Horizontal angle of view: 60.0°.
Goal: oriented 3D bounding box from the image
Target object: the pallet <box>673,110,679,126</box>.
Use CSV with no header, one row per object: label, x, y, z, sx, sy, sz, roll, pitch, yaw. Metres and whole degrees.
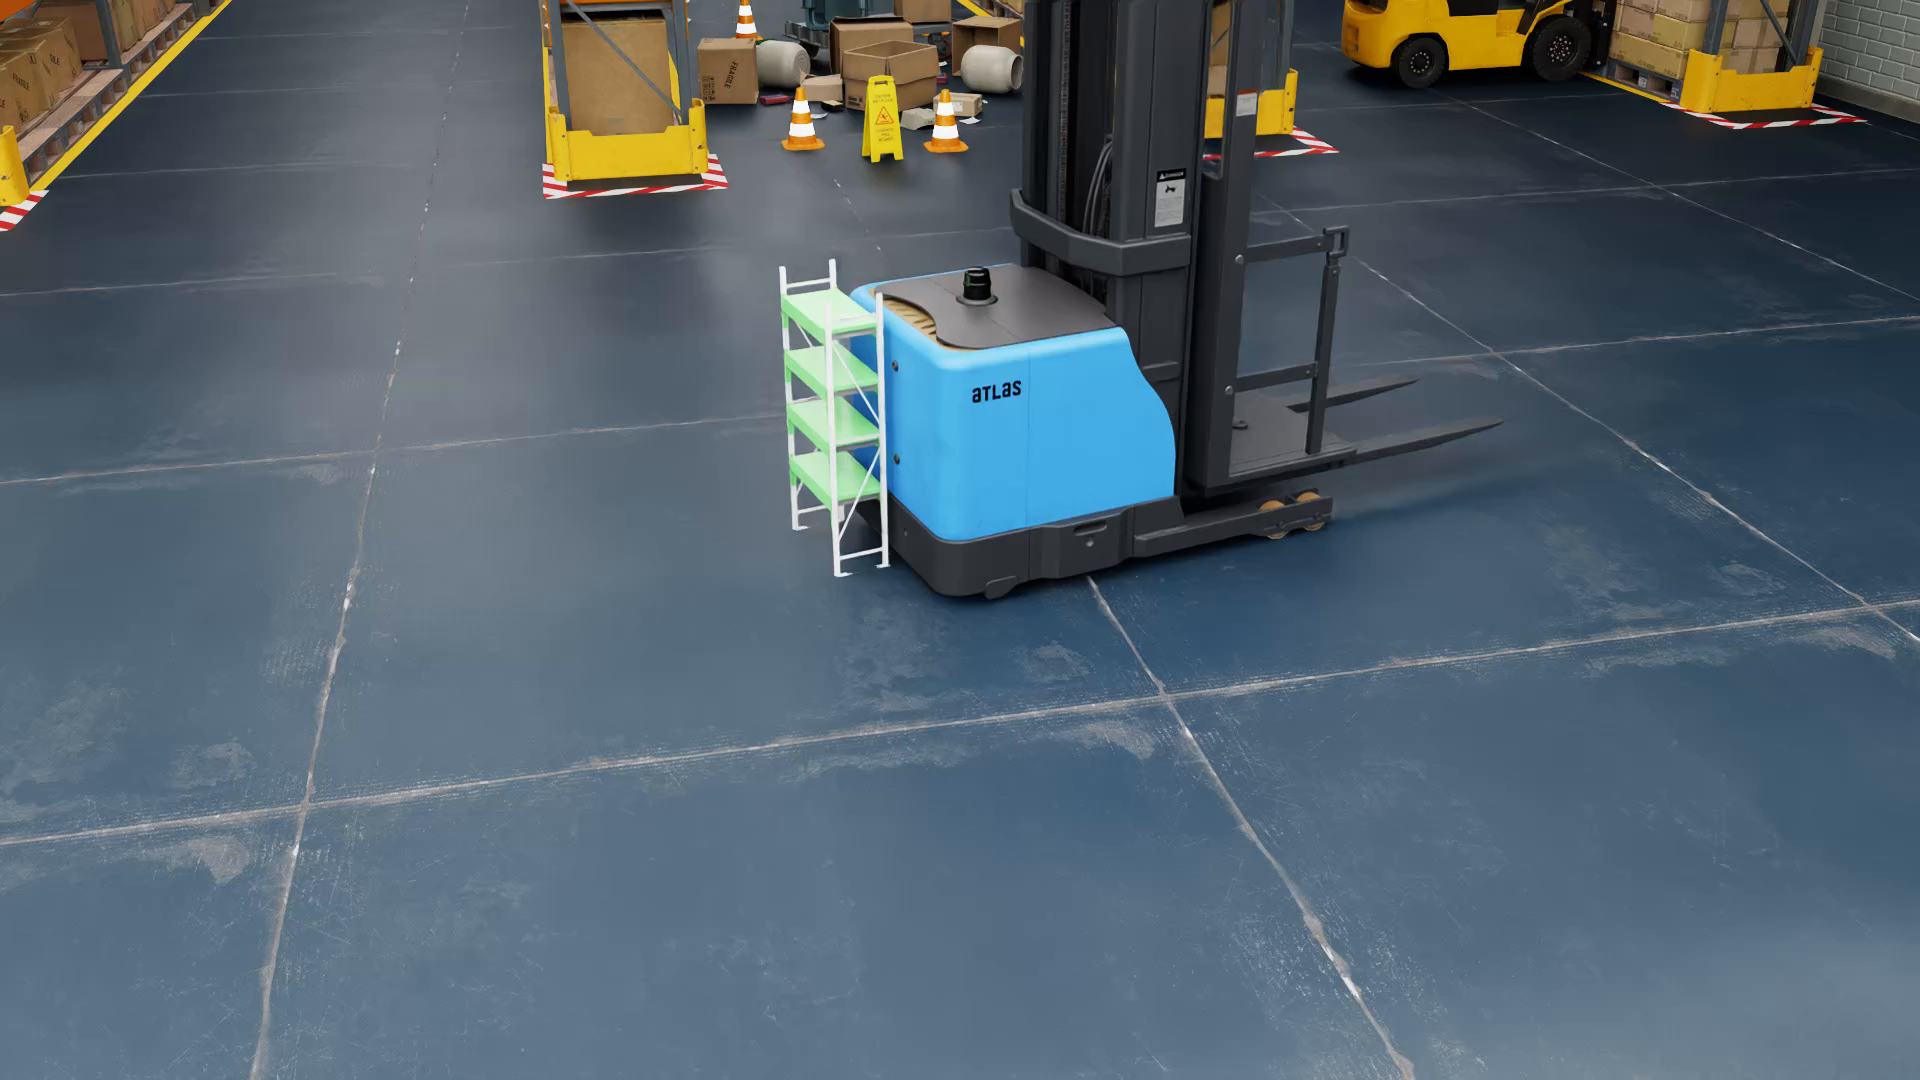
pallet,-2.813,-3.311,13.575,1.003,0.211,1.213,-6,27,-12

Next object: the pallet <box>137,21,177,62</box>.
pallet,-8.769,-5.143,17.204,1.003,0.211,1.213,-6,27,-12

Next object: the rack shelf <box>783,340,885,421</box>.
rack shelf,-0.520,-0.660,6.835,0.258,0.148,0.480,-12,29,-23

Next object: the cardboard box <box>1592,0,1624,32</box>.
cardboard box,6.425,-5.076,16.008,0.500,0.250,0.500,-7,28,-13

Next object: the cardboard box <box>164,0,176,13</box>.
cardboard box,-9.044,-6.054,18.200,0.700,0.500,0.500,-7,28,-14

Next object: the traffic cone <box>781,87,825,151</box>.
traffic cone,-1.293,-3.457,13.586,0.336,0.463,0.334,-6,27,-12

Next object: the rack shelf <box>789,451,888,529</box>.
rack shelf,-0.520,-0.232,7.052,0.258,0.148,0.480,-12,29,-23

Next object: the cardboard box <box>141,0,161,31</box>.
cardboard box,-8.772,-5.563,17.229,0.700,0.500,0.500,-4,27,-7

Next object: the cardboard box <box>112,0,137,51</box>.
cardboard box,-8.520,-5.073,16.257,0.700,0.500,0.500,-6,27,-12

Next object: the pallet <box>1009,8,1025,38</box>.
pallet,1.165,-5.612,18.135,1.003,0.211,1.213,-6,27,-12

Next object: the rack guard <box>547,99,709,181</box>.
rack guard,-2.551,-3.086,12.809,1.175,0.500,0.348,-6,27,-12

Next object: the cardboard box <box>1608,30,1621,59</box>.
cardboard box,6.458,-4.839,16.094,0.500,0.250,0.500,-6,27,-11

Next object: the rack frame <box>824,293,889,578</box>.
rack frame,-0.414,-0.404,6.719,0.240,1.200,0.015,-12,29,-23

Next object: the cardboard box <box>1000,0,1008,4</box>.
cardboard box,0.897,-6.380,19.012,0.950,0.372,0.625,-5,27,-10

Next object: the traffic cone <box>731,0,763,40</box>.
traffic cone,-2.289,-5.578,17.788,0.336,0.463,0.334,-6,27,-12

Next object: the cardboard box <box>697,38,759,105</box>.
cardboard box,-2.108,-4.276,15.165,0.500,0.500,0.500,-1,27,-3

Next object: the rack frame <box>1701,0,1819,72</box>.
rack frame,7.078,-5.265,14.352,1.000,3.000,0.127,-6,27,-12

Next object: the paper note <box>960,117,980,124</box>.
paper note,0.091,-3.647,14.441,0.148,0.019,0.142,-16,31,-29

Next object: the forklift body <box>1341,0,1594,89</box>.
forklift body,4.874,-5.533,15.826,2.313,2.155,1.214,-6,27,-12

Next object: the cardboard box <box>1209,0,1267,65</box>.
cardboard box,2.325,-4.447,14.484,0.500,0.500,0.500,-7,28,-13

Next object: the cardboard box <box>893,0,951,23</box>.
cardboard box,-0.386,-5.544,16.838,0.500,0.500,0.500,-6,27,-12

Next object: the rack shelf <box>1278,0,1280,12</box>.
rack shelf,1.792,-5.316,15.252,1.077,0.370,4.000,-6,27,-12

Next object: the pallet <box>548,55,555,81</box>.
pallet,-3.363,-4.382,15.697,1.003,0.211,1.213,-6,27,-12

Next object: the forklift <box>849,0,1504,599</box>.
forklift,1.074,-1.512,6.993,3.031,2.935,1.130,-12,29,-23

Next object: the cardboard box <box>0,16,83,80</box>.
cardboard box,-8.262,-4.401,14.949,0.500,0.500,0.500,-7,28,-13

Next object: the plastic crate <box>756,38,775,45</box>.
plastic crate,-2.143,-4.796,16.479,0.450,0.188,0.662,-2,25,20

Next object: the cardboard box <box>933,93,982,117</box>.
cardboard box,-0.020,-3.857,14.726,0.380,0.149,0.250,8,28,15

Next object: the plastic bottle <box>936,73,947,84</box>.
plastic bottle,-0.195,-4.447,15.992,0.133,0.061,0.283,-1,27,-3

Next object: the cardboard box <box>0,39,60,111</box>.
cardboard box,-7.909,-3.886,13.928,0.500,0.500,0.500,-8,28,-16

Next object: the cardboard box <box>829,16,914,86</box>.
cardboard box,-0.838,-4.629,15.713,0.797,0.637,0.503,-6,27,-12

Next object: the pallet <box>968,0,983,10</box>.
pallet,0.615,-6.683,20.257,1.003,0.211,1.213,-6,27,-12

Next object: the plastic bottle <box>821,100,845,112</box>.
plastic bottle,-1.156,-3.895,14.899,0.133,0.061,0.283,-16,31,-29

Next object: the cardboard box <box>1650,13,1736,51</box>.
cardboard box,6.664,-4.630,15.125,0.500,0.250,0.500,-6,27,-12

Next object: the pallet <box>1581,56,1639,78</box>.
pallet,6.594,-4.886,16.696,1.003,0.211,1.213,-6,27,-12

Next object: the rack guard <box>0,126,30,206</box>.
rack guard,-7.429,-2.671,11.986,1.175,0.500,0.348,-6,27,-12

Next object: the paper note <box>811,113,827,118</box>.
paper note,-1.247,-3.729,14.605,0.144,0.017,0.142,3,27,6

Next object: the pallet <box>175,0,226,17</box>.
pallet,-9.319,-6.374,19.644,1.003,0.211,1.213,-6,27,-12

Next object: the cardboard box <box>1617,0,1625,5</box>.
cardboard box,6.427,-5.286,15.870,0.500,0.250,0.500,-6,27,-11

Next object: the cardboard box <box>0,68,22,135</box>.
cardboard box,-7.704,-3.359,12.885,0.500,0.500,0.500,1,27,2

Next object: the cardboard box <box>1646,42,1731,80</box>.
cardboard box,6.665,-4.399,15.222,0.500,0.250,0.500,-6,27,-11

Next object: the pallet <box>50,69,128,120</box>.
pallet,-8.128,-3.973,14.887,1.003,0.211,1.213,-6,27,-12

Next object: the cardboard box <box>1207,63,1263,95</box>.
cardboard box,2.331,-4.102,14.633,0.500,0.250,0.500,-6,27,-12

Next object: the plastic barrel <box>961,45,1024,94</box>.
plastic barrel,0.303,-4.362,15.423,0.512,0.421,0.421,13,30,24

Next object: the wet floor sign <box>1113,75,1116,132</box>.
wet floor sign,1.244,-3.516,13.501,0.267,0.644,0.232,3,27,6

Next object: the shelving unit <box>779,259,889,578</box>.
shelving unit,-0.520,-0.503,6.915,0.258,1.200,0.503,-12,29,-23

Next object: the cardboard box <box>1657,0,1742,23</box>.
cardboard box,6.671,-4.842,14.990,0.500,0.250,0.500,-5,27,-10

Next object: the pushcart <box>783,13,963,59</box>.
pushcart,-0.868,-5.091,16.918,1.648,0.377,0.936,-16,31,-29

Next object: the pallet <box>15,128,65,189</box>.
pallet,-7.578,-2.902,12.765,1.003,0.211,1.213,-6,27,-12

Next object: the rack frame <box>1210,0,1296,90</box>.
rack frame,2.243,-4.759,13.351,1.000,3.000,0.127,-6,27,-12

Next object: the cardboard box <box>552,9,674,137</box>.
cardboard box,-2.774,-3.742,13.227,0.875,0.875,0.875,-6,27,-11
